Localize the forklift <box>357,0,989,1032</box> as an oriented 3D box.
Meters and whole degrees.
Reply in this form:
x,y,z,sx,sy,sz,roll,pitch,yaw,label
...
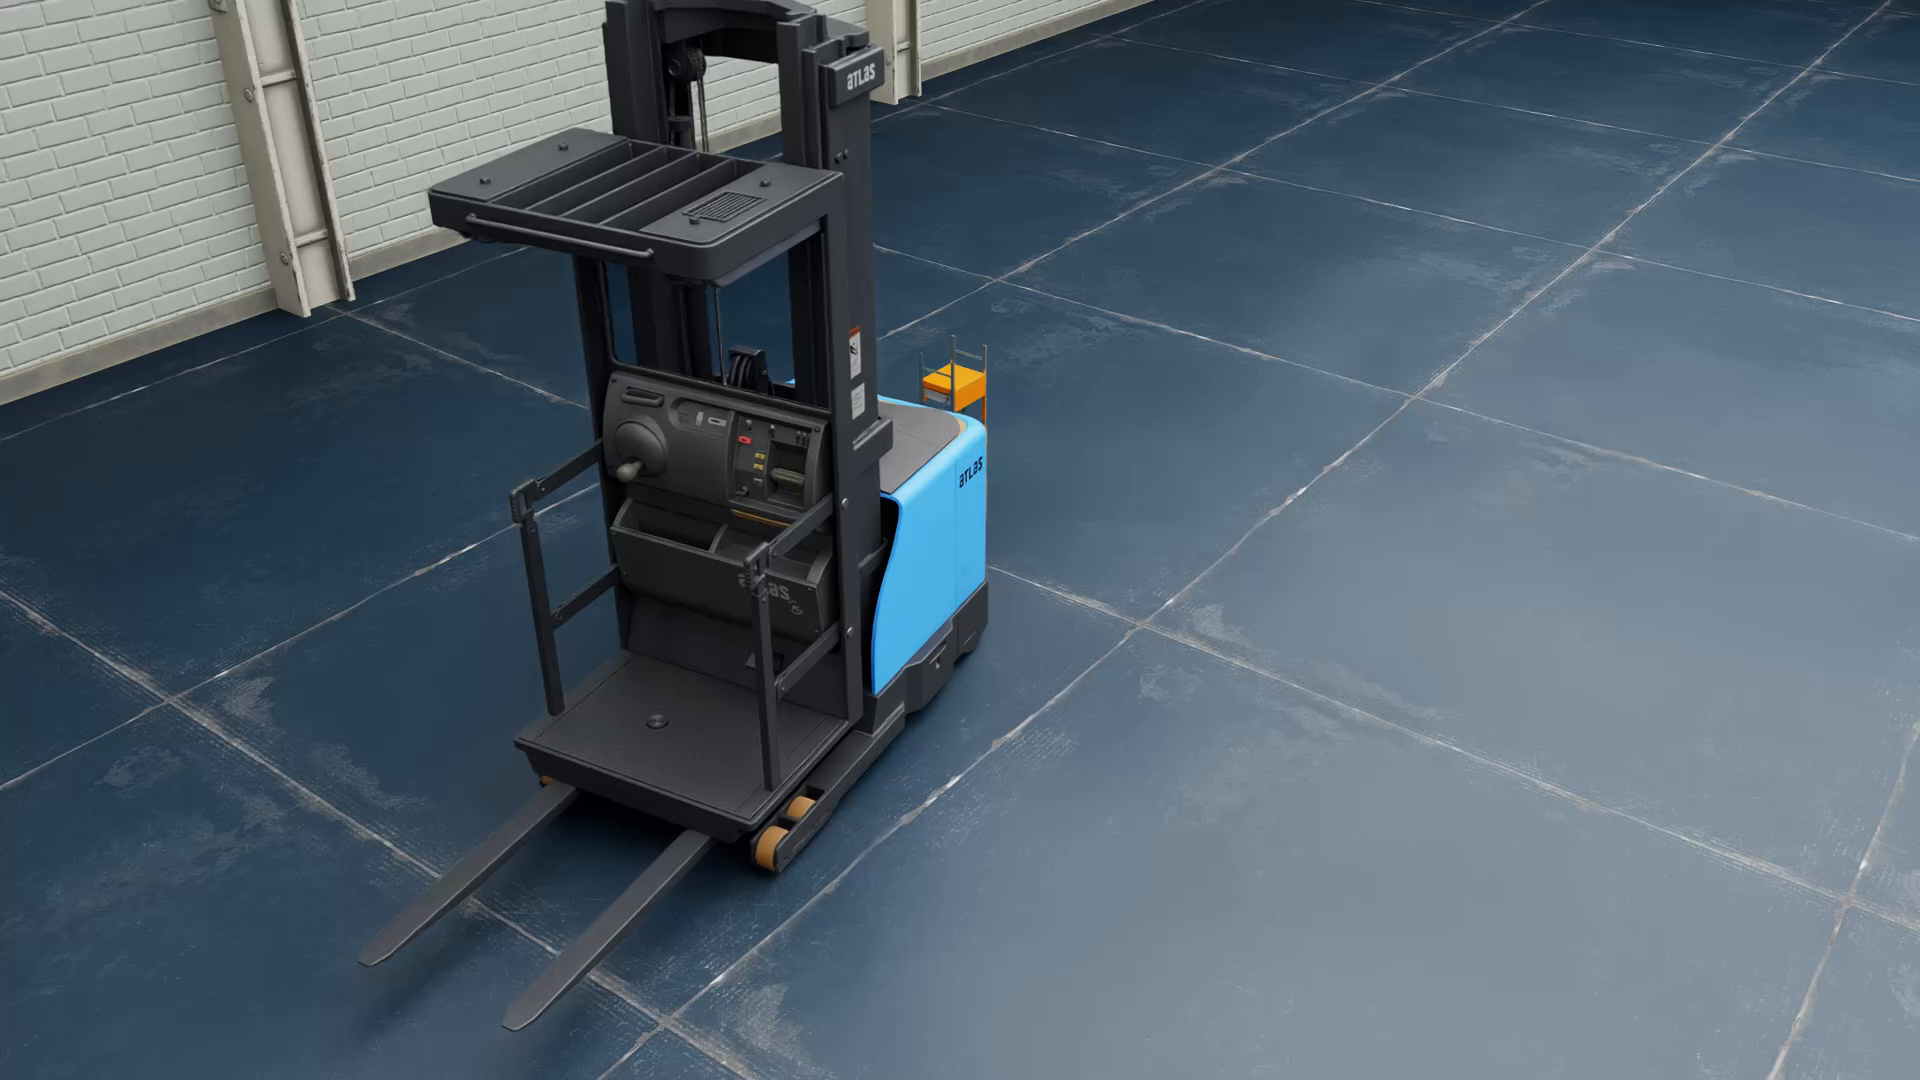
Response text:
x,y,z,sx,sy,sz,roll,pitch,yaw,label
-0.997,-0.291,5.867,1.130,2.935,3.031,15,34,23,forklift

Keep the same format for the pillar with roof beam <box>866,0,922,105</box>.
x,y,z,sx,sy,sz,roll,pitch,yaw,label
2.847,-6.538,10.455,9.100,9.000,0.400,21,37,31,pillar with roof beam

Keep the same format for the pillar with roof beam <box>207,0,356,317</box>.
x,y,z,sx,sy,sz,roll,pitch,yaw,label
-0.775,-4.099,6.340,9.100,9.000,0.400,21,37,31,pillar with roof beam

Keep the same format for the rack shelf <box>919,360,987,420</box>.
x,y,z,sx,sy,sz,roll,pitch,yaw,label
-0.032,-0.665,7.806,0.215,0.259,0.240,21,37,31,rack shelf

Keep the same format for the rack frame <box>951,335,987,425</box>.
x,y,z,sx,sy,sz,roll,pitch,yaw,label
0.041,-0.479,8.029,0.200,1.050,0.008,21,37,31,rack frame

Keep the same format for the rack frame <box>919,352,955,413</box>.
x,y,z,sx,sy,sz,roll,pitch,yaw,label
-0.106,-0.380,7.862,0.200,1.050,0.008,21,37,31,rack frame

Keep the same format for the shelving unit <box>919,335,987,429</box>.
x,y,z,sx,sy,sz,roll,pitch,yaw,label
-0.032,-0.430,7.946,0.215,1.050,0.252,21,37,31,shelving unit

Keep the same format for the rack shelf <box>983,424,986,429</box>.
x,y,z,sx,sy,sz,roll,pitch,yaw,label
-0.032,-0.421,7.951,0.215,0.259,0.240,21,37,31,rack shelf
